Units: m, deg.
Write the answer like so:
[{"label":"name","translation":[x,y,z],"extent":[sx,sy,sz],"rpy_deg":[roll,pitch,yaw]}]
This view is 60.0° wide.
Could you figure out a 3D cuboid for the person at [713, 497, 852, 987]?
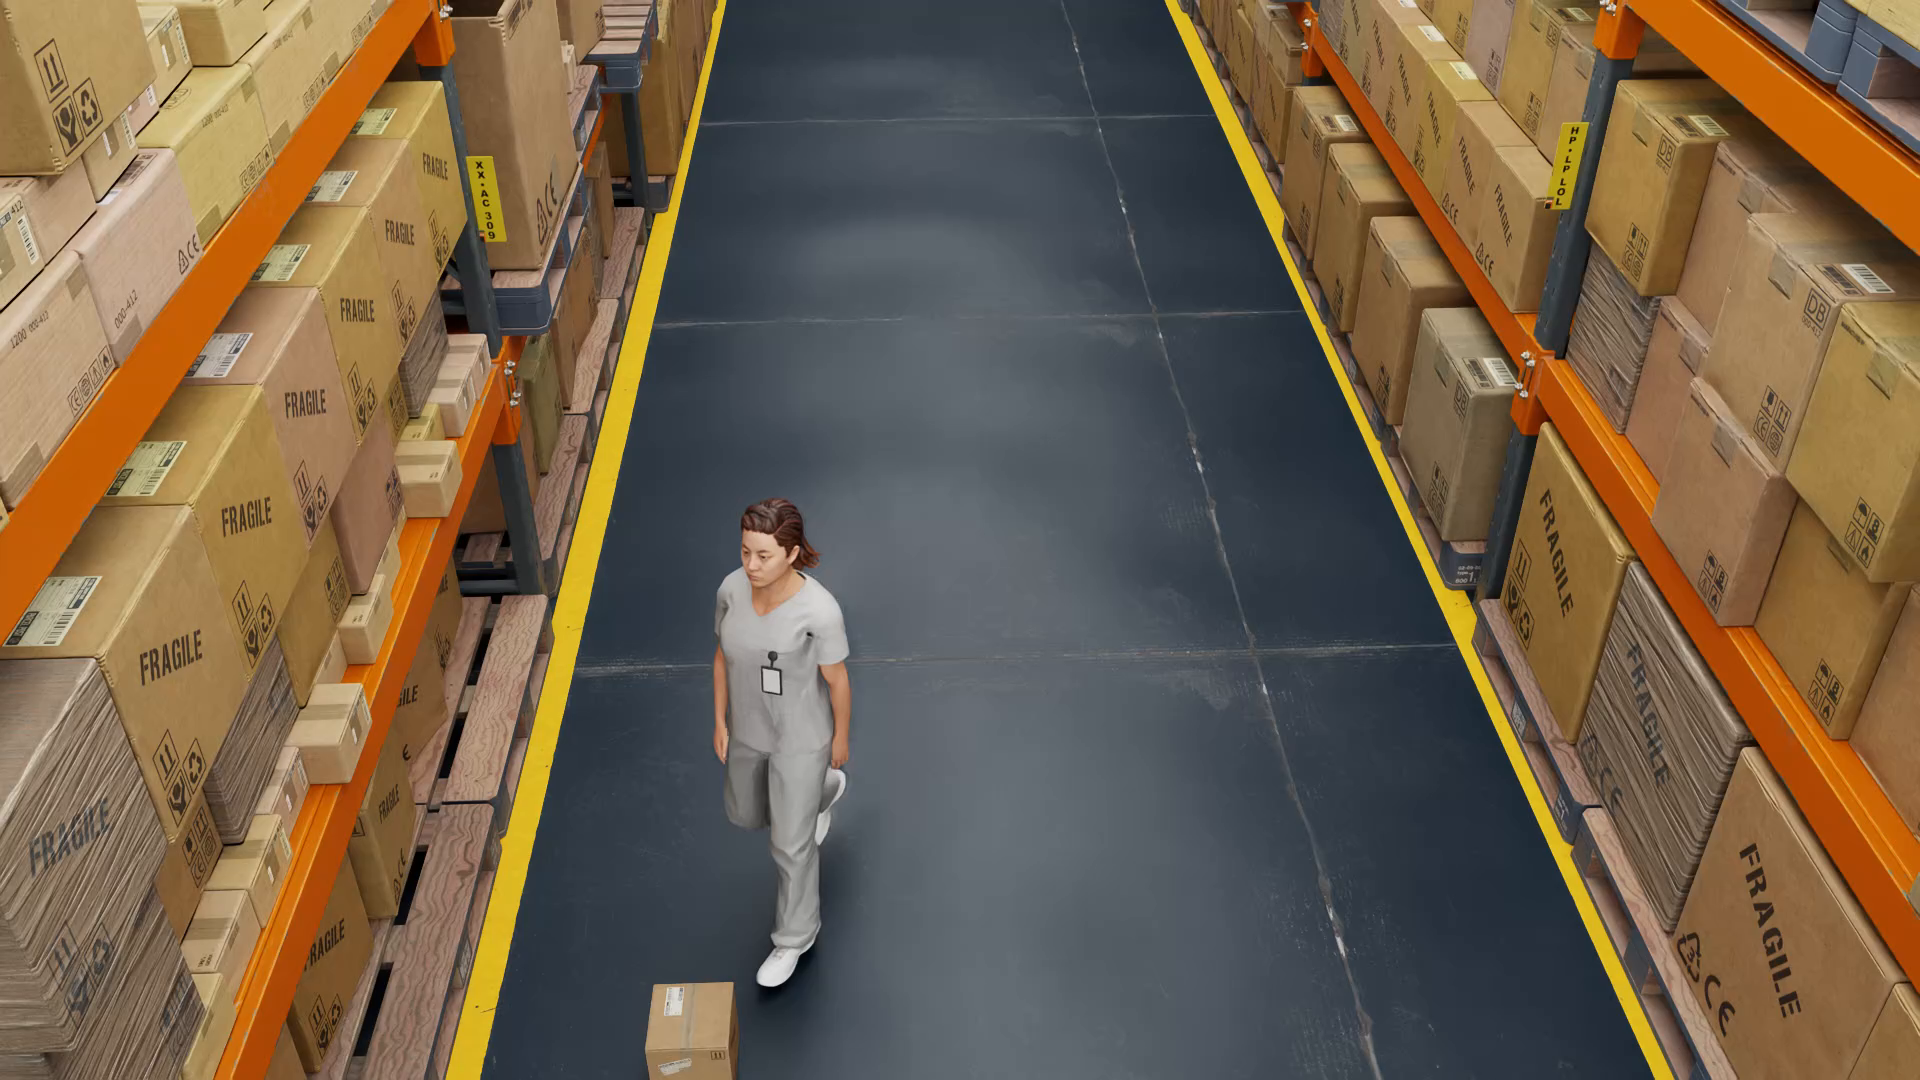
[{"label":"person","translation":[-0.563,0.590,5.314],"extent":[0.457,1.646,0.769],"rpy_deg":[19,39,24]}]
